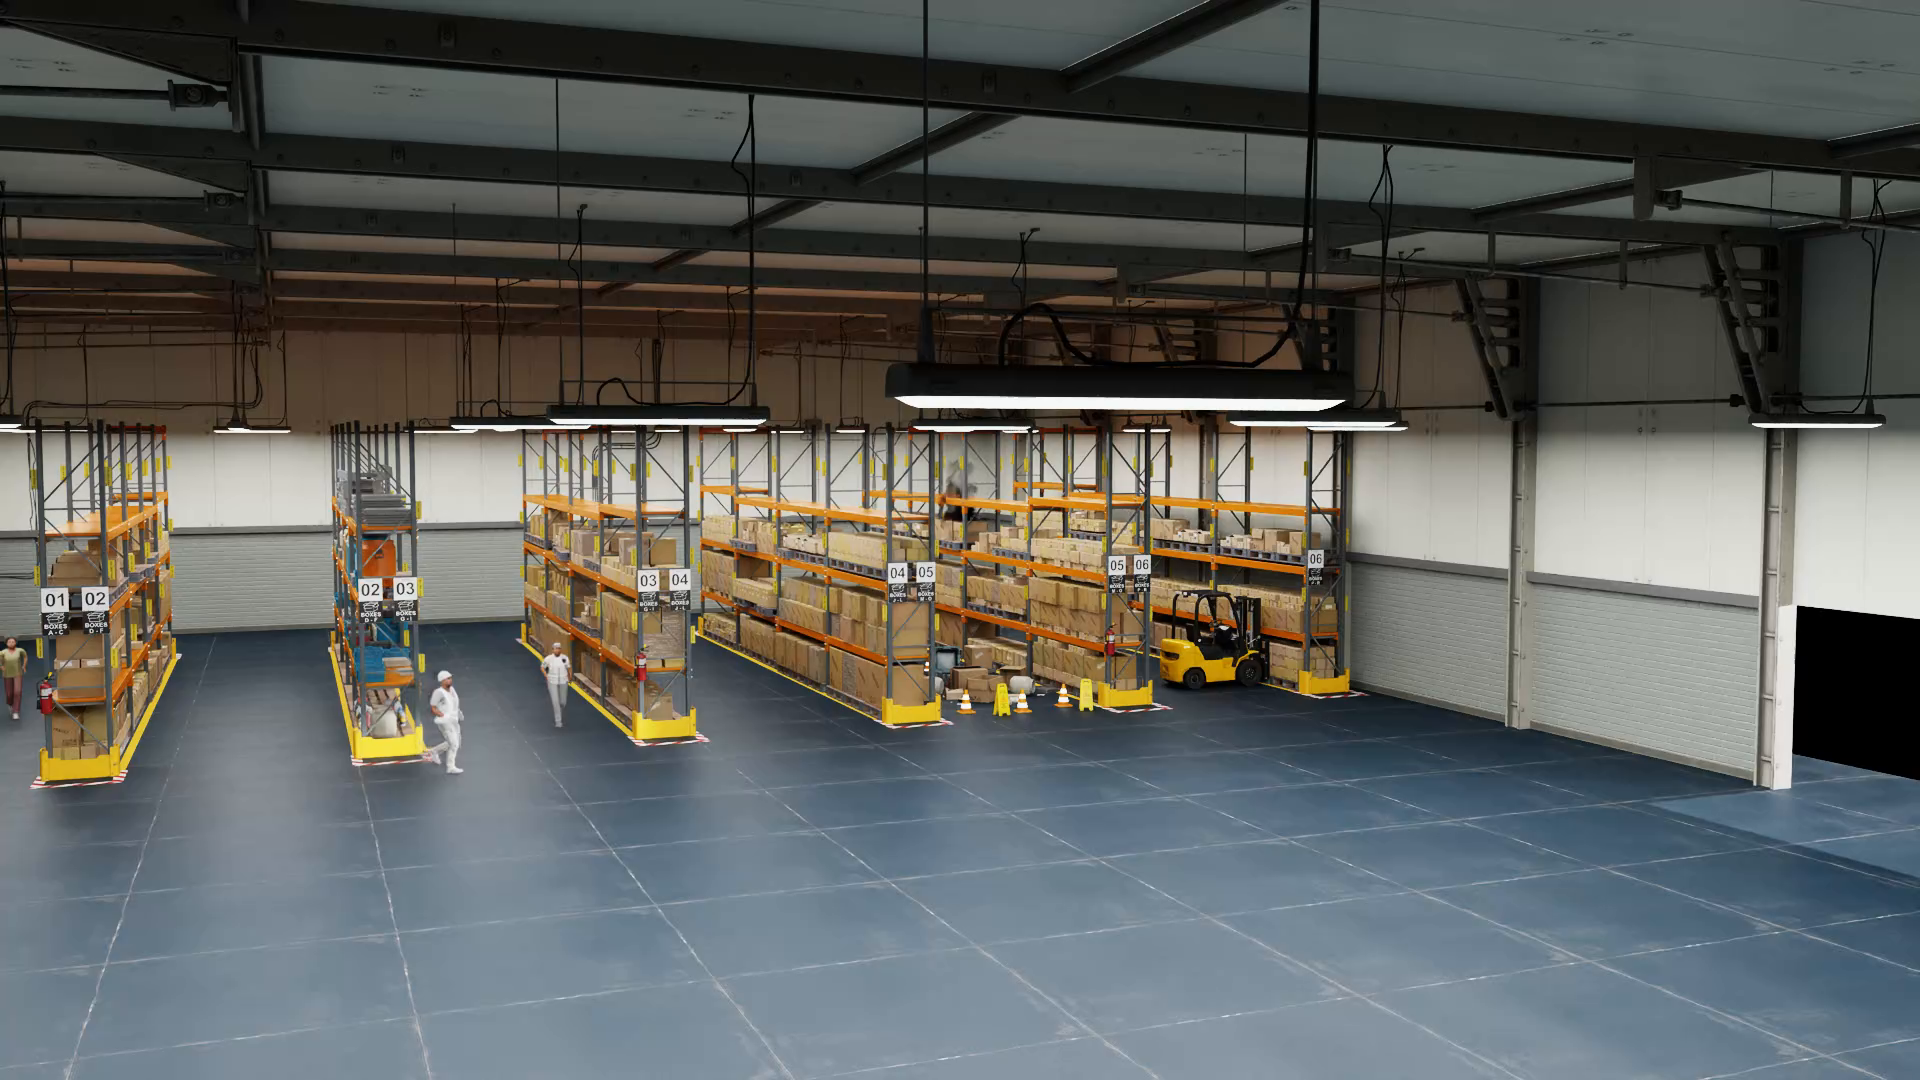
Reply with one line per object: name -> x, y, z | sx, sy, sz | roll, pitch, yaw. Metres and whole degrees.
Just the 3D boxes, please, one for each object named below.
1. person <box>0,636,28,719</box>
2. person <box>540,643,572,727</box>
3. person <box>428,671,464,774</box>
person -> -19.285, 2.775, 33.857 | 0.562, 1.656, 0.926 | -2, 4, -31
person -> -8.012, 2.856, 33.053 | 0.607, 1.651, 0.745 | -2, 4, -24
person -> -8.762, 3.084, 28.208 | 0.674, 1.739, 0.704 | 1, 4, 10
